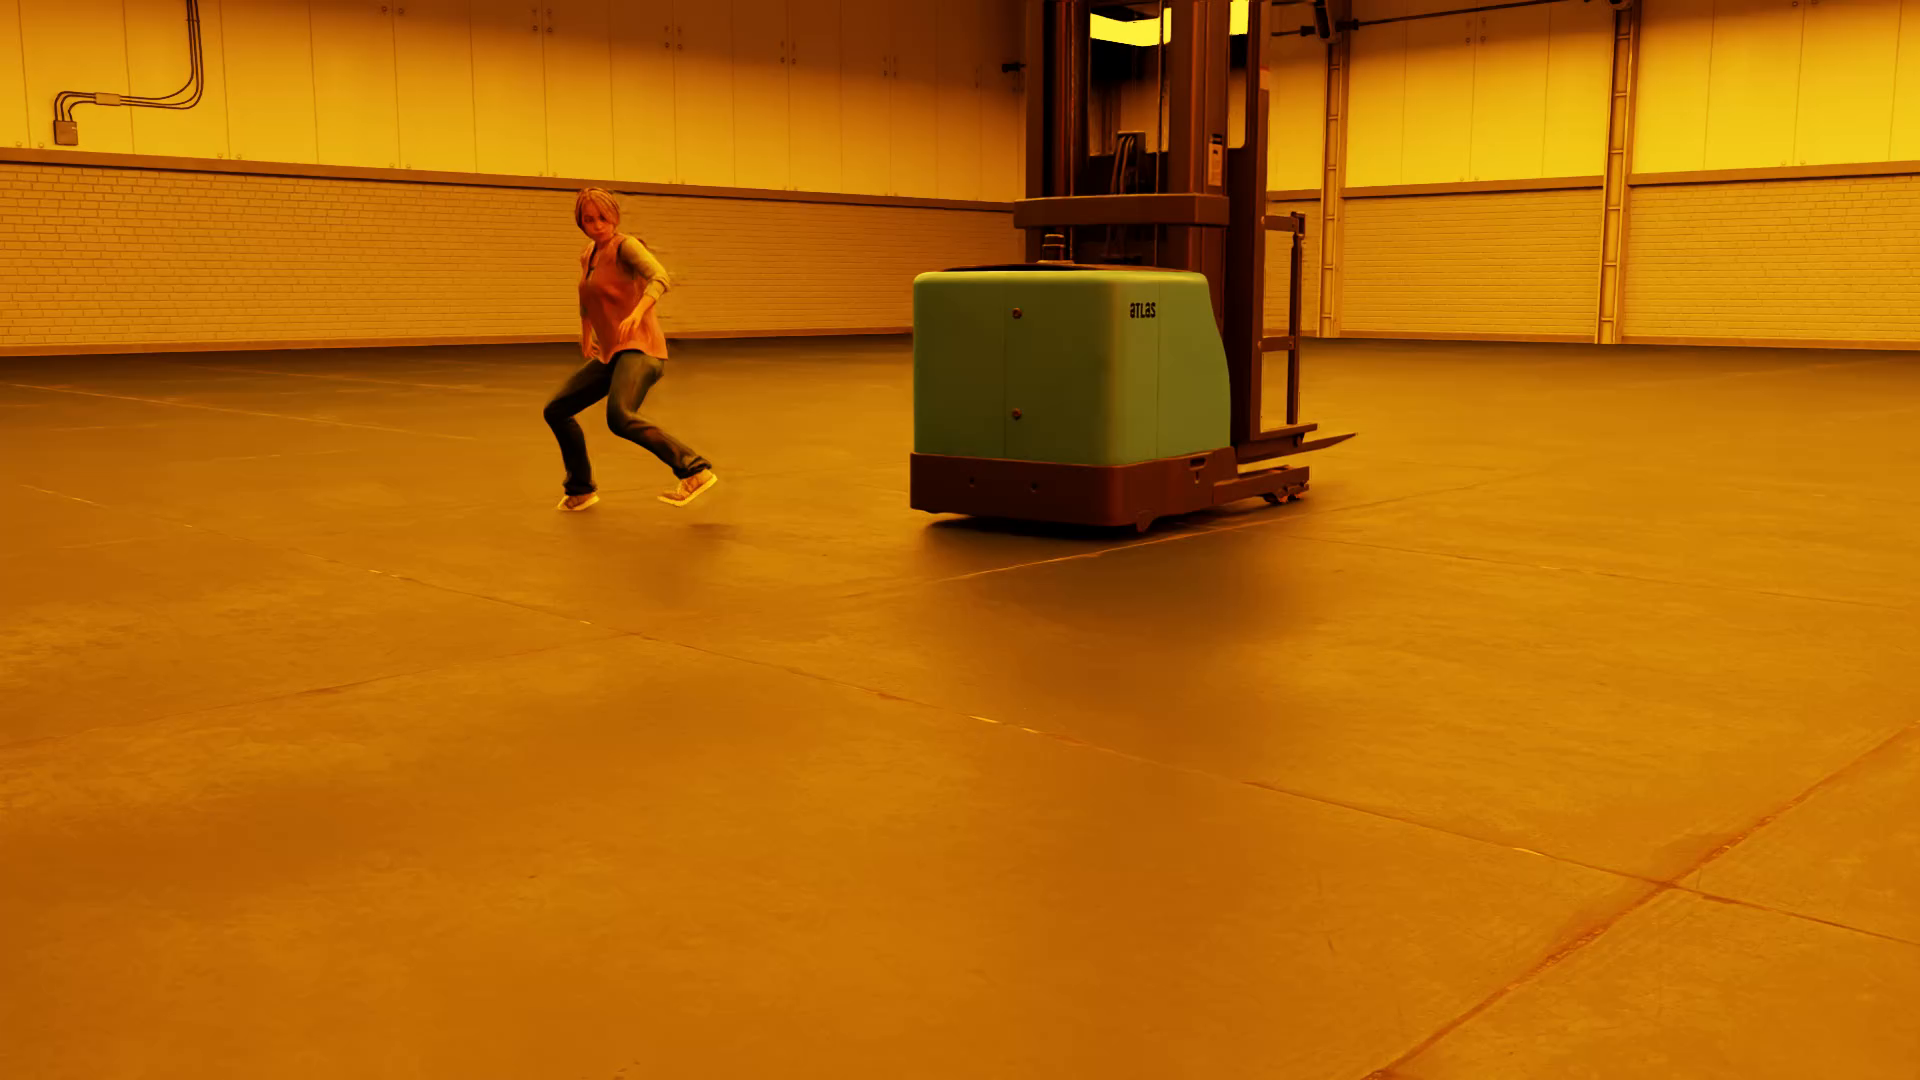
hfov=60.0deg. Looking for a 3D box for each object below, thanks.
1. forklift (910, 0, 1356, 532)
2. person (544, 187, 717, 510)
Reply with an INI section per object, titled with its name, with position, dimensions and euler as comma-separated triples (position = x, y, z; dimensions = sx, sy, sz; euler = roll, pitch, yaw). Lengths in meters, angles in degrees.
[forklift]
position = 1.035, -1.656, 7.869
dimensions = 1.130, 2.935, 3.031
euler = 6, 10, 34
[person]
position = -1.535, -0.797, 7.379
dimensions = 0.488, 1.491, 1.032
euler = -6, 11, -36
